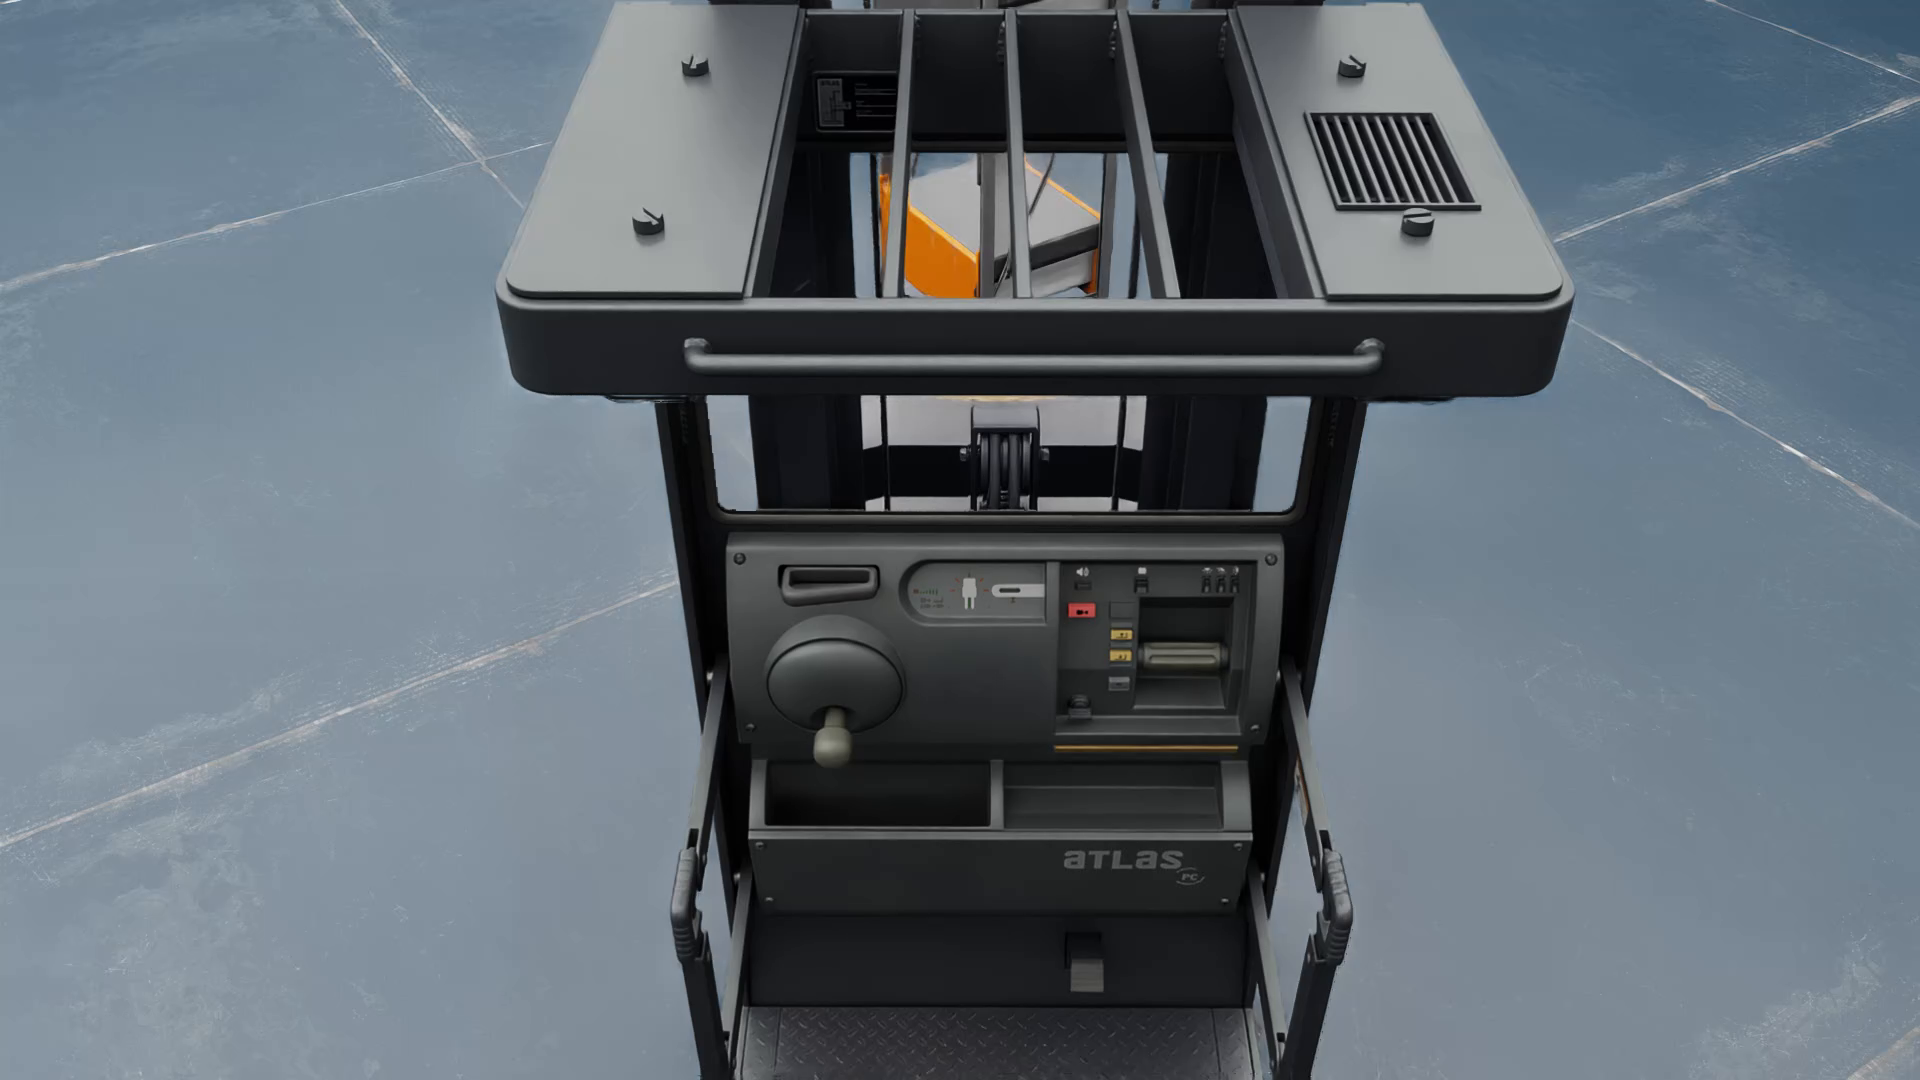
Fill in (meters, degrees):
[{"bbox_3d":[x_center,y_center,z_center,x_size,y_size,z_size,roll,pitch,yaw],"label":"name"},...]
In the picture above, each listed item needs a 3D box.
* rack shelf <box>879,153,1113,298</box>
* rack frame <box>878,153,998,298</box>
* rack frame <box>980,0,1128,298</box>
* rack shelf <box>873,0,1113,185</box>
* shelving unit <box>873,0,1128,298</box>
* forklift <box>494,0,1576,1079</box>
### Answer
[{"bbox_3d":[0.089,-0.707,4.479,0.431,0.518,0.480,-22,45,-24],"label":"rack shelf"},{"bbox_3d":[-0.042,-0.849,4.629,0.400,2.100,0.015,-22,45,-24],"label":"rack frame"},{"bbox_3d":[0.220,-0.586,4.313,0.400,2.100,0.015,-22,45,-24],"label":"rack frame"},{"bbox_3d":[0.089,-1.245,4.031,0.431,0.518,0.480,-22,45,-24],"label":"rack shelf"},{"bbox_3d":[0.089,-0.717,4.471,0.431,2.100,0.503,-22,45,-24],"label":"shelving unit"},{"bbox_3d":[0.076,0.264,2.644,1.130,2.935,3.031,0,40,0],"label":"forklift"}]
